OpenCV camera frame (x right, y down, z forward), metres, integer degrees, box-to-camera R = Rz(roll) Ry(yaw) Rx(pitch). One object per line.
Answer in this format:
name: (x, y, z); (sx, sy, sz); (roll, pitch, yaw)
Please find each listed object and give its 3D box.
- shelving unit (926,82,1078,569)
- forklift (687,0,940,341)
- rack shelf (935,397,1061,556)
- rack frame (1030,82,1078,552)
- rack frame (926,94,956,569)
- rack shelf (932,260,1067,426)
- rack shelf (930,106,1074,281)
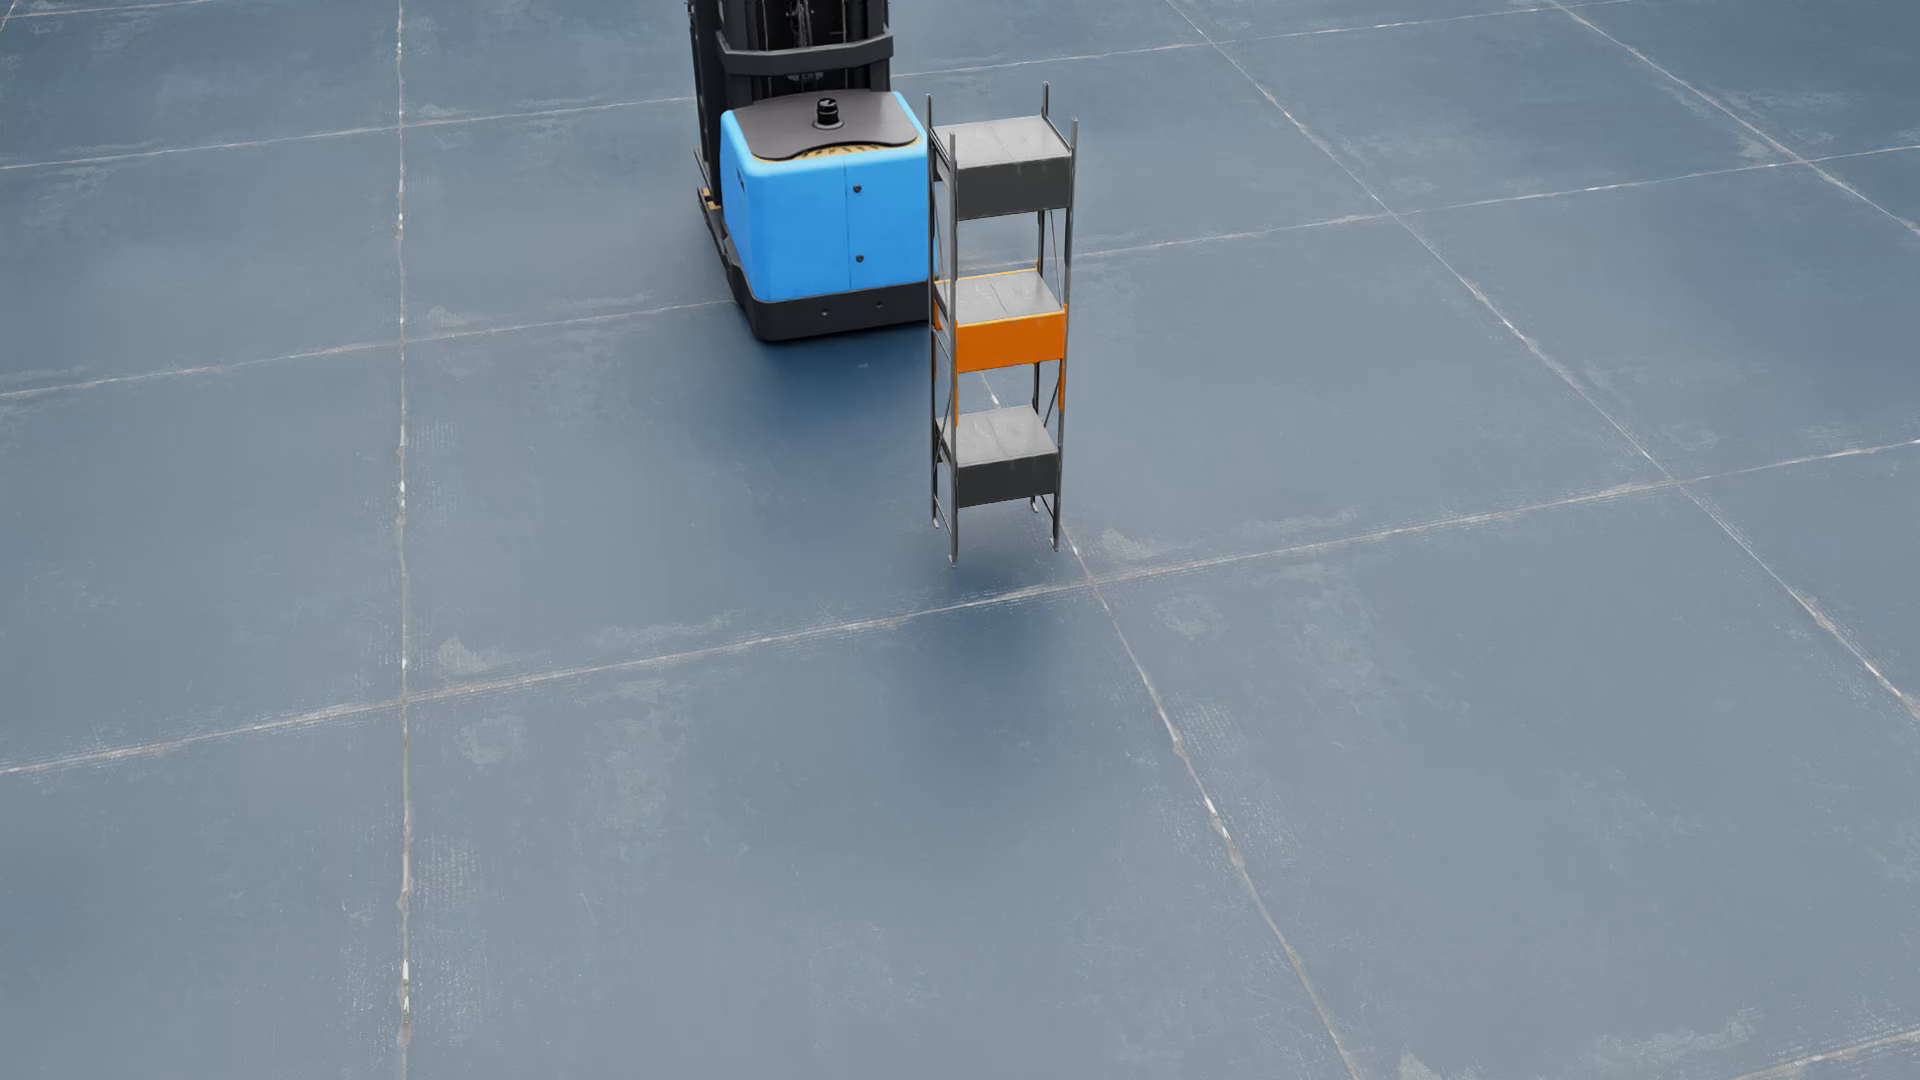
shelving unit: (0.160, -0.860, 7.146); (0.503, 2.100, 0.431); (-9, 38, -12)
forklift: (-1.009, -3.146, 9.450); (1.130, 2.935, 3.031); (-10, 39, -13)
rack shelf: (0.160, -0.293, 7.580); (0.480, 0.518, 0.431); (-9, 38, -12)
rack frame: (0.395, -0.899, 7.197); (0.015, 2.100, 0.400); (-9, 38, -12)
rack frame: (-0.076, -0.822, 7.096); (0.015, 2.100, 0.400); (-9, 38, -12)
rack shelf: (0.160, -0.849, 7.155); (0.480, 0.518, 0.431); (-9, 38, -12)
rack shelf: (0.160, -1.405, 6.729); (0.480, 0.518, 0.431); (-9, 38, -12)
